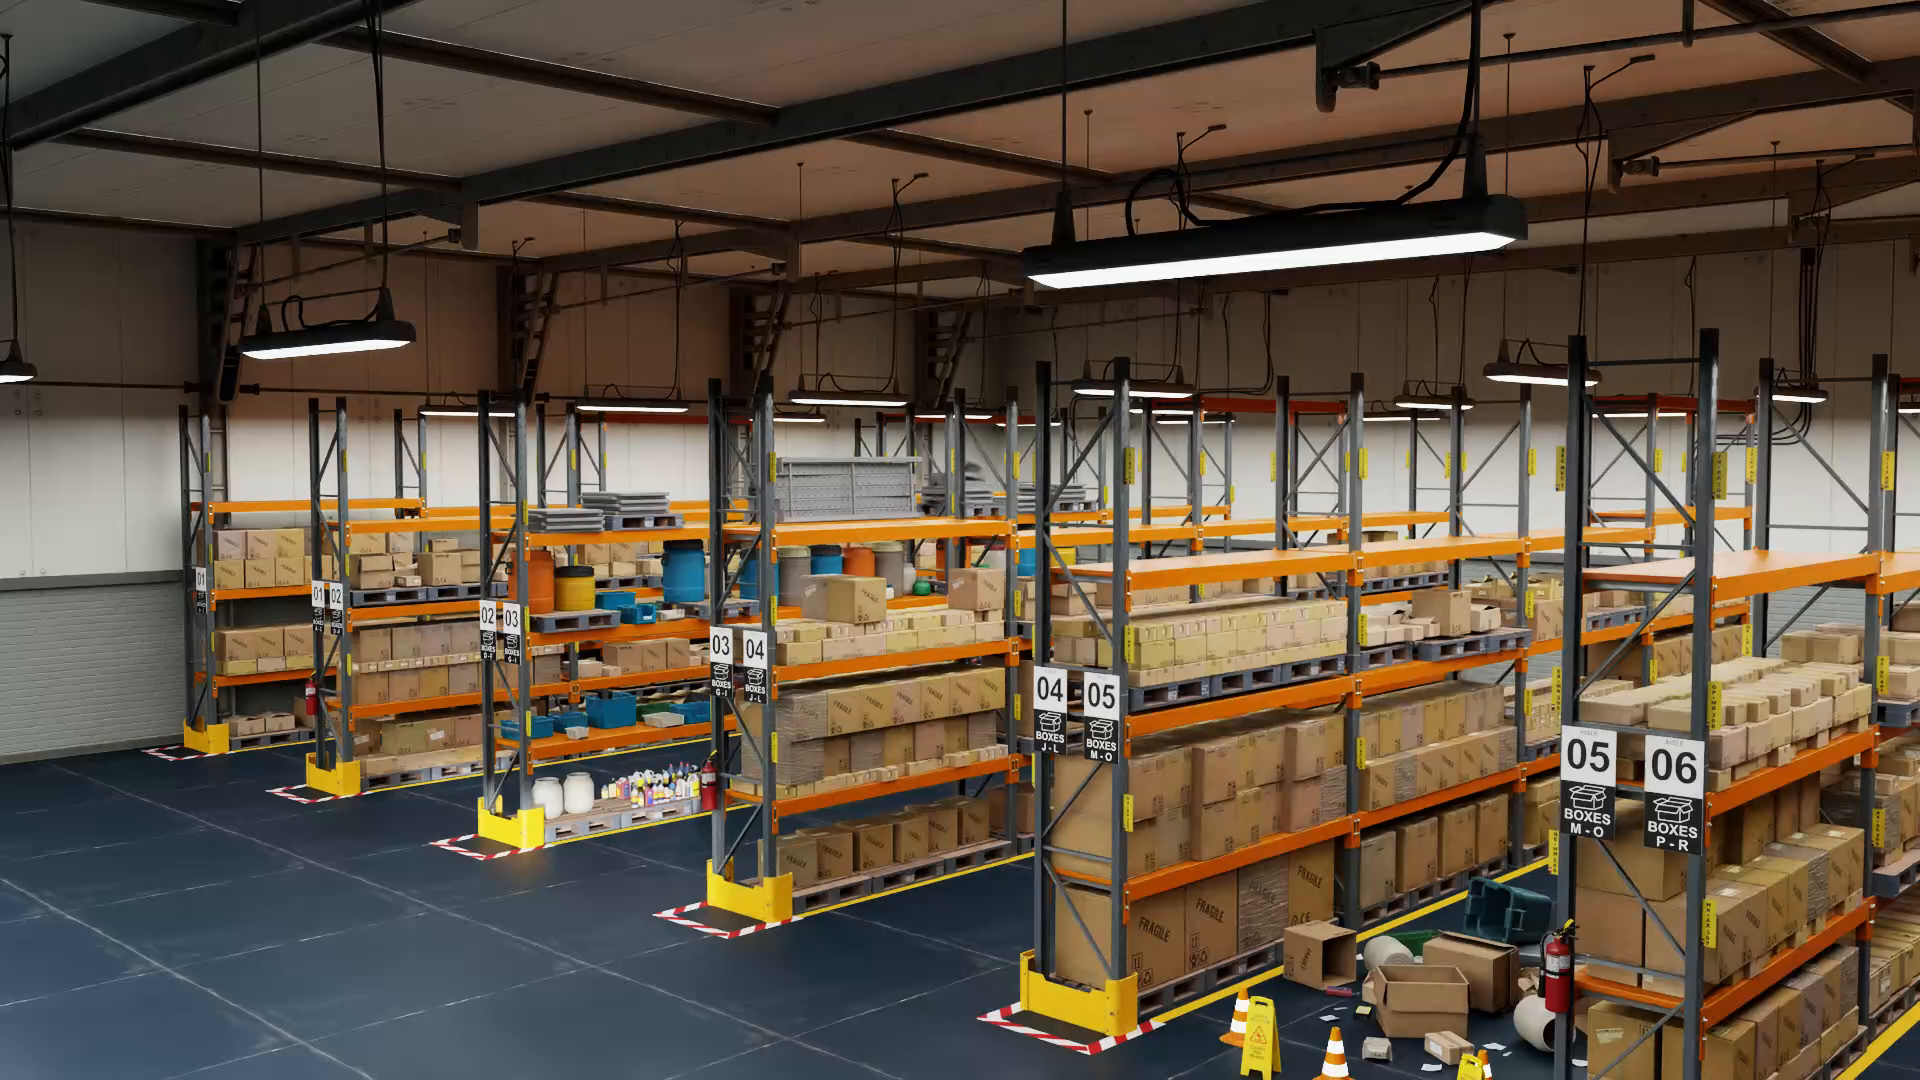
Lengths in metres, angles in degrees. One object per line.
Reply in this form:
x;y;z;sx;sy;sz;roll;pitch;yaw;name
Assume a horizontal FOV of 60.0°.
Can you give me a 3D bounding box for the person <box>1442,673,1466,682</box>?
8.193;2.845;27.518;0.774;1.721;0.676;-2;4;-31;person
